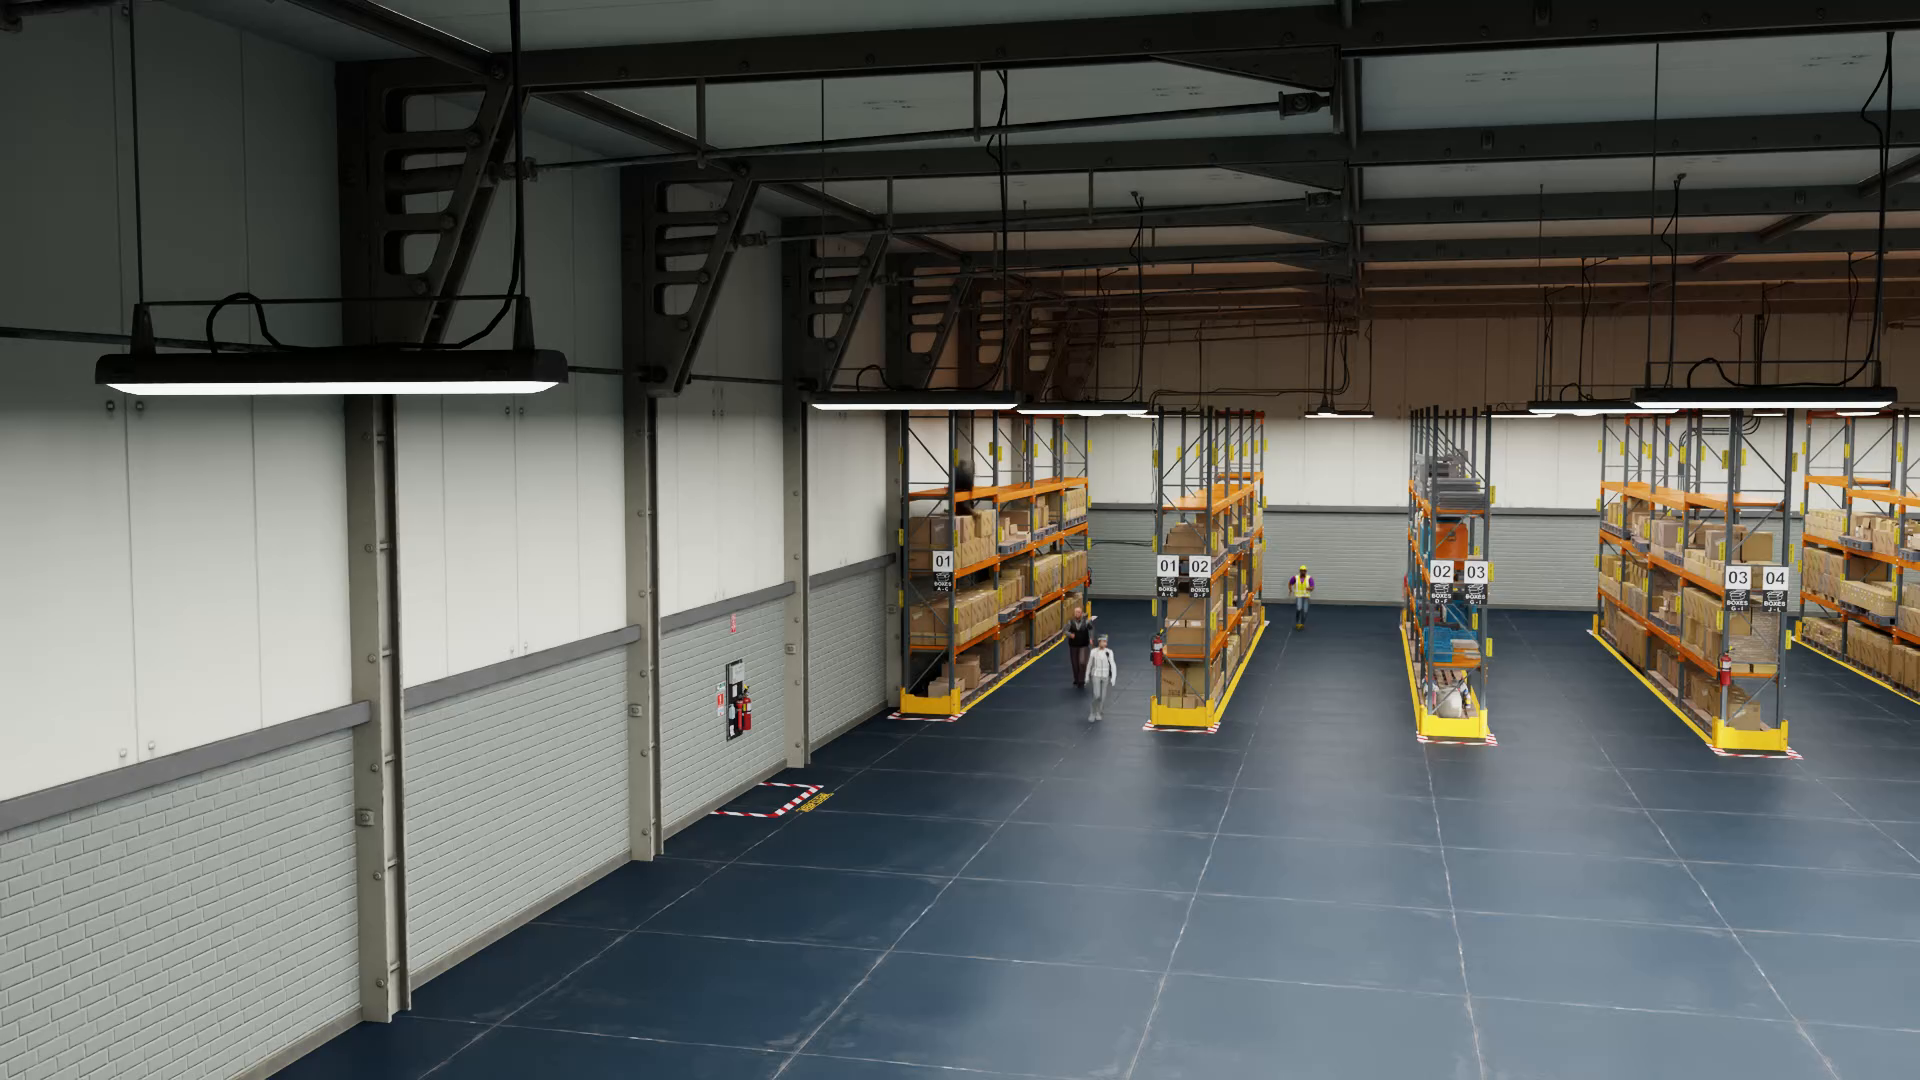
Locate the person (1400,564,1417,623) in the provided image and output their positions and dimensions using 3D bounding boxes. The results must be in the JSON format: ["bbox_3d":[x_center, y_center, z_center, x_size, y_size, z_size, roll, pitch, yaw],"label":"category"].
[{"bbox_3d":[12.700,1.533,46.827,0.622,1.734,0.658,3,5,35],"label":"person"}]

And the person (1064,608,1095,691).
[{"bbox_3d":[2.533,2.323,35.499,0.631,1.774,0.830,1,4,11],"label":"person"}]

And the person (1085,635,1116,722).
[{"bbox_3d":[2.676,2.614,31.565,0.538,1.670,0.512,-1,4,-11],"label":"person"}]

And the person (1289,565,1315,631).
[{"bbox_3d":[9.349,1.588,45.439,0.672,1.787,0.726,0,4,3],"label":"person"}]
